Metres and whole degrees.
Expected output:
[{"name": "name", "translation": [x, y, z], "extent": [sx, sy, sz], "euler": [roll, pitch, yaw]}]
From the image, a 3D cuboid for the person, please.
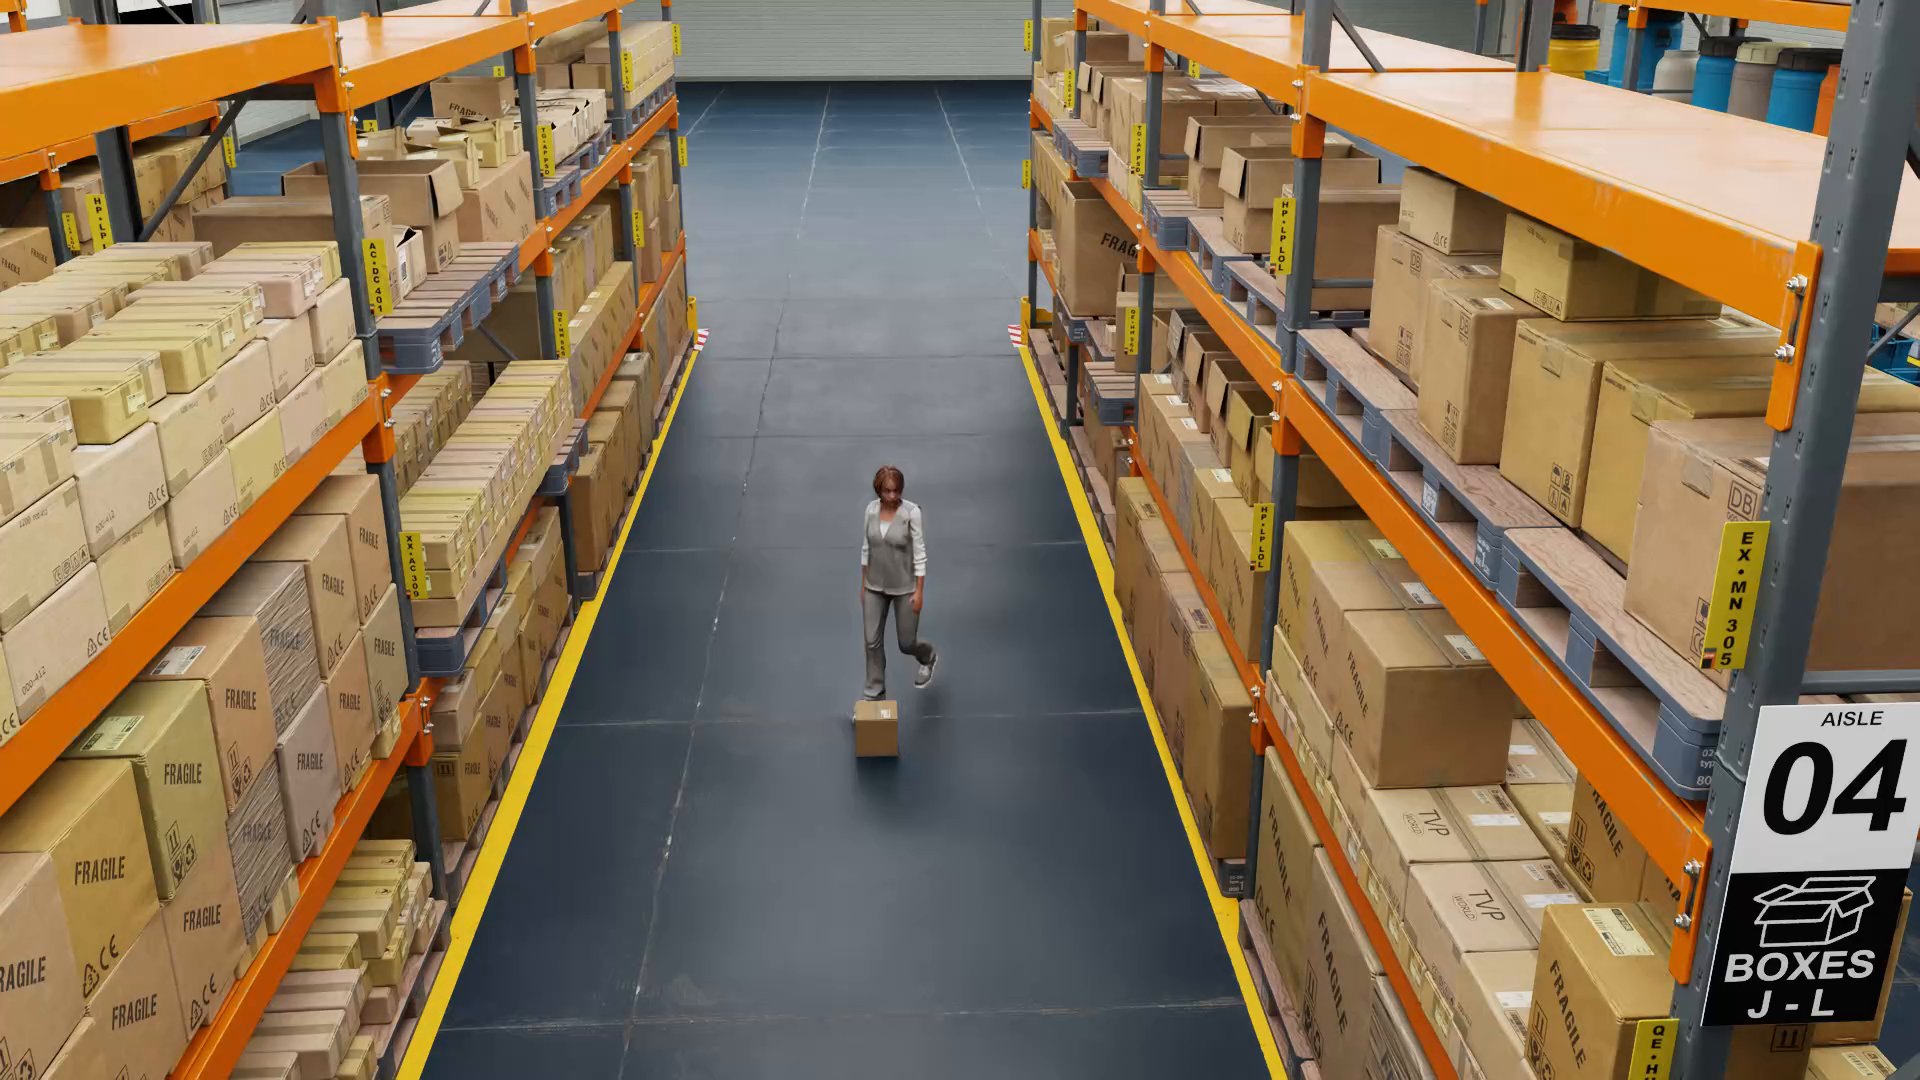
[{"name": "person", "translation": [-0.424, 0.299, 10.274], "extent": [0.439, 1.567, 0.742], "euler": [8, 22, 19]}]
